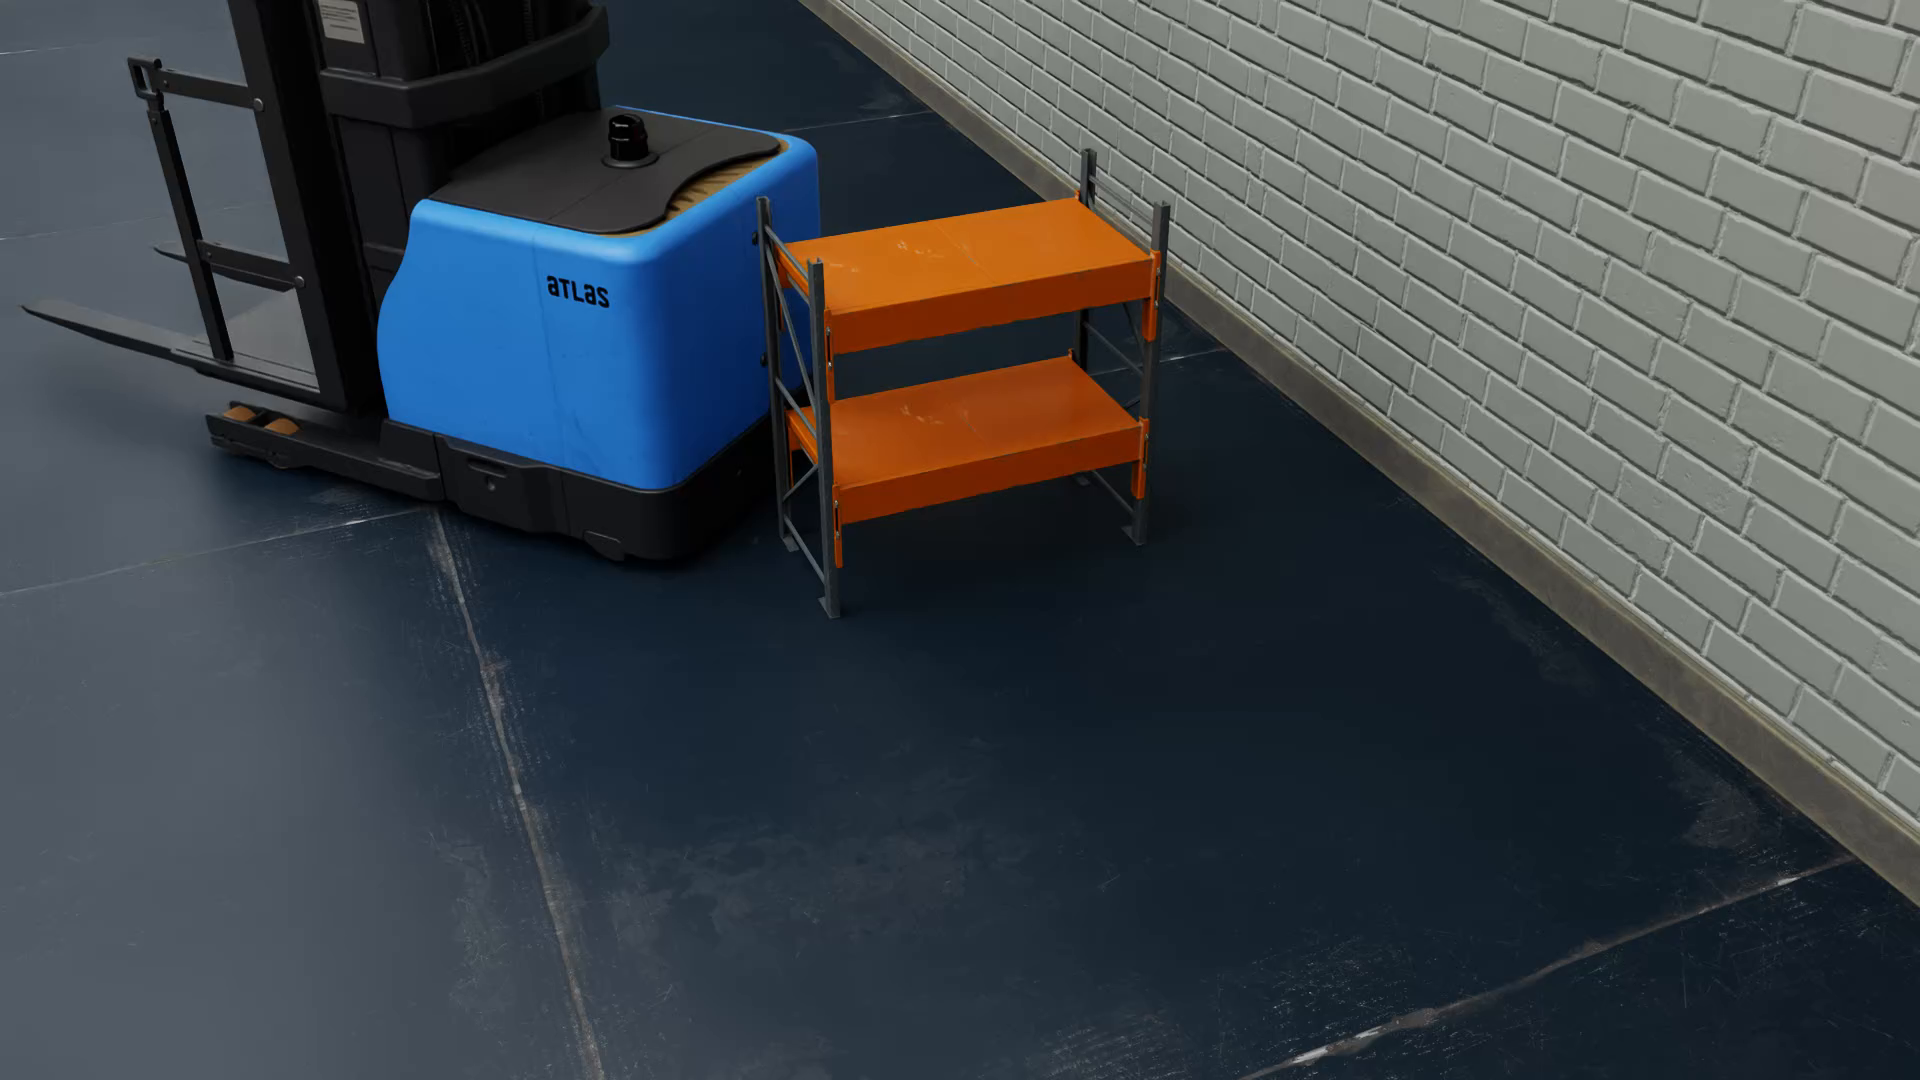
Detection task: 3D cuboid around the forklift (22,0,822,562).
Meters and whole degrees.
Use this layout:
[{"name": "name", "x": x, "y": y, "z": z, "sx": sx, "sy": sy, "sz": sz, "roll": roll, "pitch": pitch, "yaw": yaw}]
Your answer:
[{"name": "forklift", "x": -1.986, "y": -1.709, "z": 5.190, "sx": 3.031, "sy": 2.935, "sz": 1.130, "roll": 15, "pitch": 36, "yaw": 22}]

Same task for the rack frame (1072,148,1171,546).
[{"name": "rack frame", "x": 0.475, "y": -0.580, "z": 5.110, "sx": 0.032, "sy": 1.125, "sz": 0.500, "roll": -13, "pitch": 35, "yaw": -19}]

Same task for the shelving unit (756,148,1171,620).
[{"name": "shelving unit", "x": 0.006, "y": -0.473, "z": 4.945, "sx": 1.048, "sy": 1.125, "sz": 0.538, "roll": -13, "pitch": 35, "yaw": -19}]

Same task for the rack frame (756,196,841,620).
[{"name": "rack frame", "x": -0.463, "y": -0.366, "z": 4.780, "sx": 0.032, "sy": 1.125, "sz": 0.500, "roll": -13, "pitch": 35, "yaw": -19}]

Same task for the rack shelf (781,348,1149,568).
[{"name": "rack shelf", "x": 0.006, "y": -0.268, "z": 5.079, "sx": 1.000, "sy": 0.278, "sz": 0.538, "roll": -13, "pitch": 35, "yaw": -19}]

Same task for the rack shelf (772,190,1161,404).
[{"name": "rack shelf", "x": 0.006, "y": -0.718, "z": 4.786, "sx": 1.000, "sy": 0.278, "sz": 0.538, "roll": -13, "pitch": 35, "yaw": -19}]
